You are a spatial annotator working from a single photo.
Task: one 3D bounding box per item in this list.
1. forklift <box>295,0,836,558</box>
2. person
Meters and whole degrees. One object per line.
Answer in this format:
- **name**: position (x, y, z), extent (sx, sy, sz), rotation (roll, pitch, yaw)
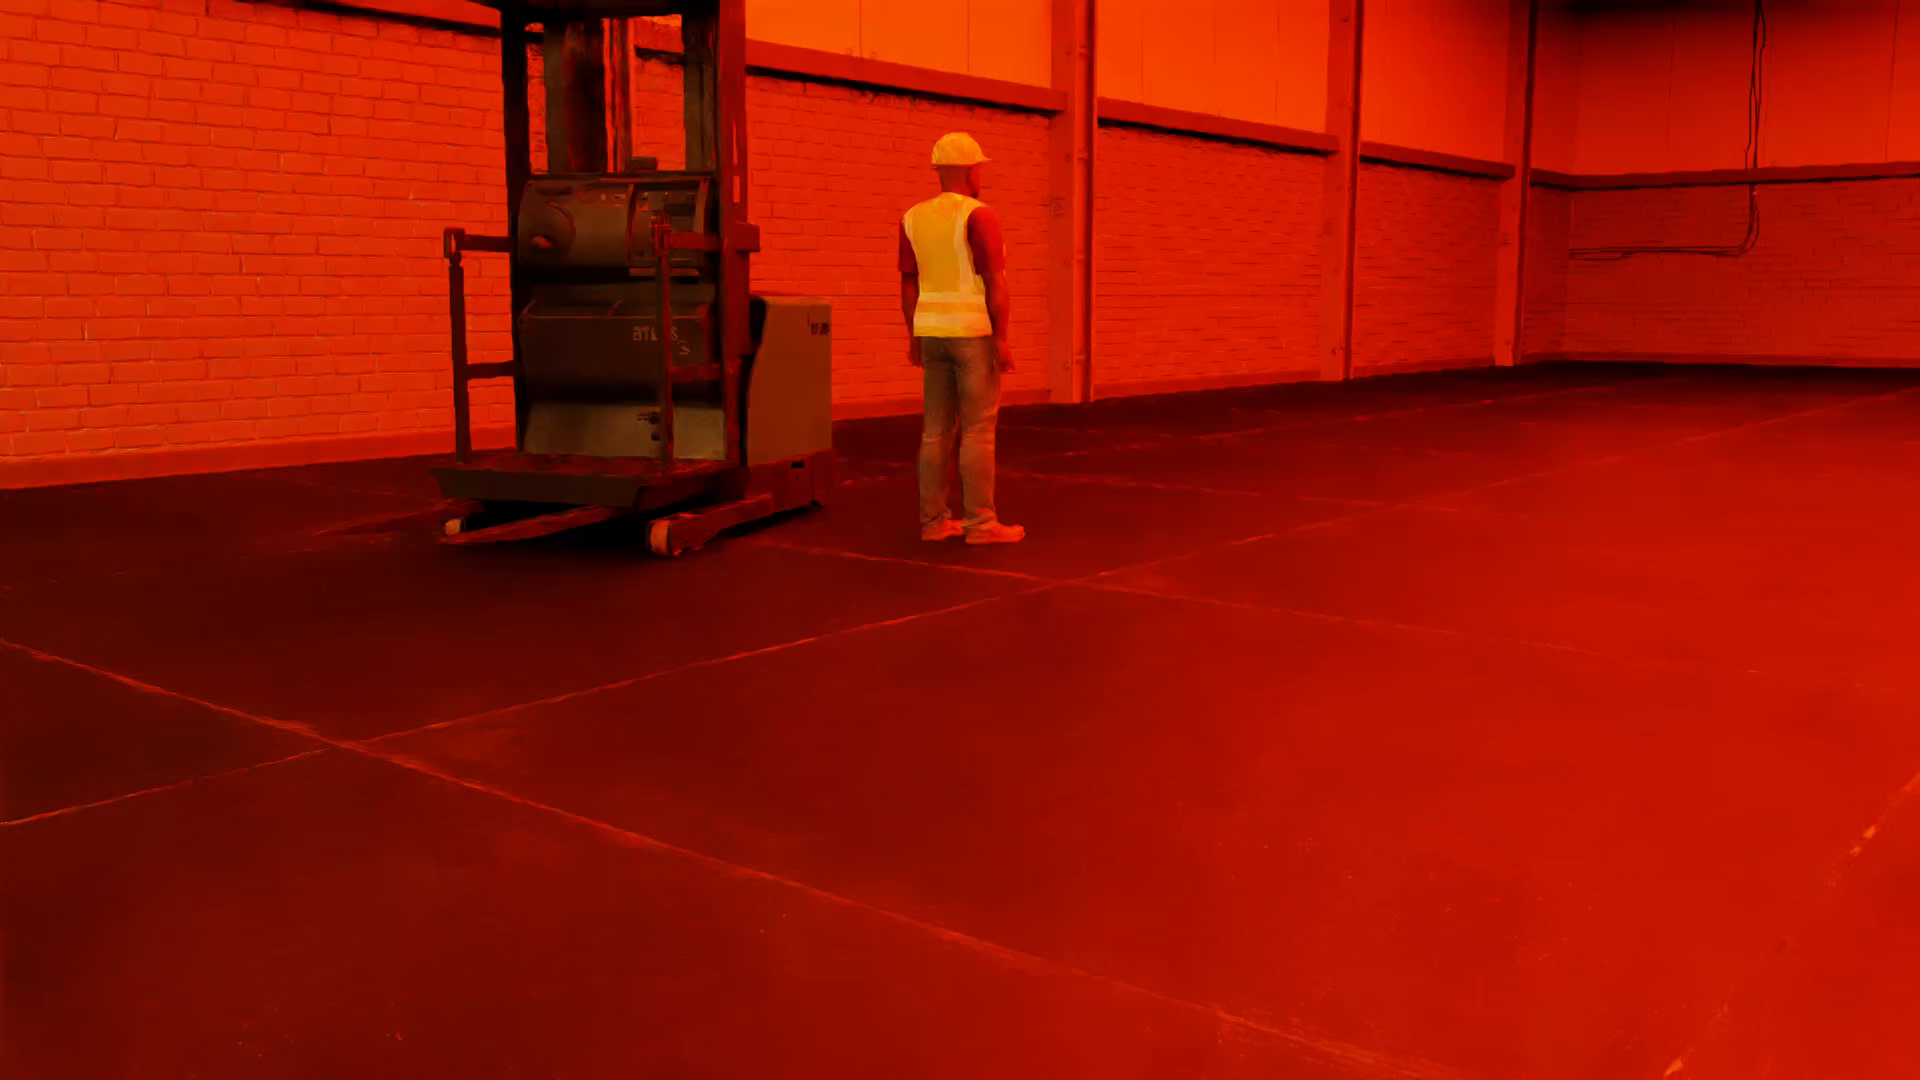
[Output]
- **forklift**: position (-1.594, -1.441, 7.128), extent (1.130, 2.935, 3.031), rotation (3, 9, 19)
- **person**: position (0.007, -0.876, 7.288), extent (0.559, 1.771, 0.367), rotation (7, 11, 38)
